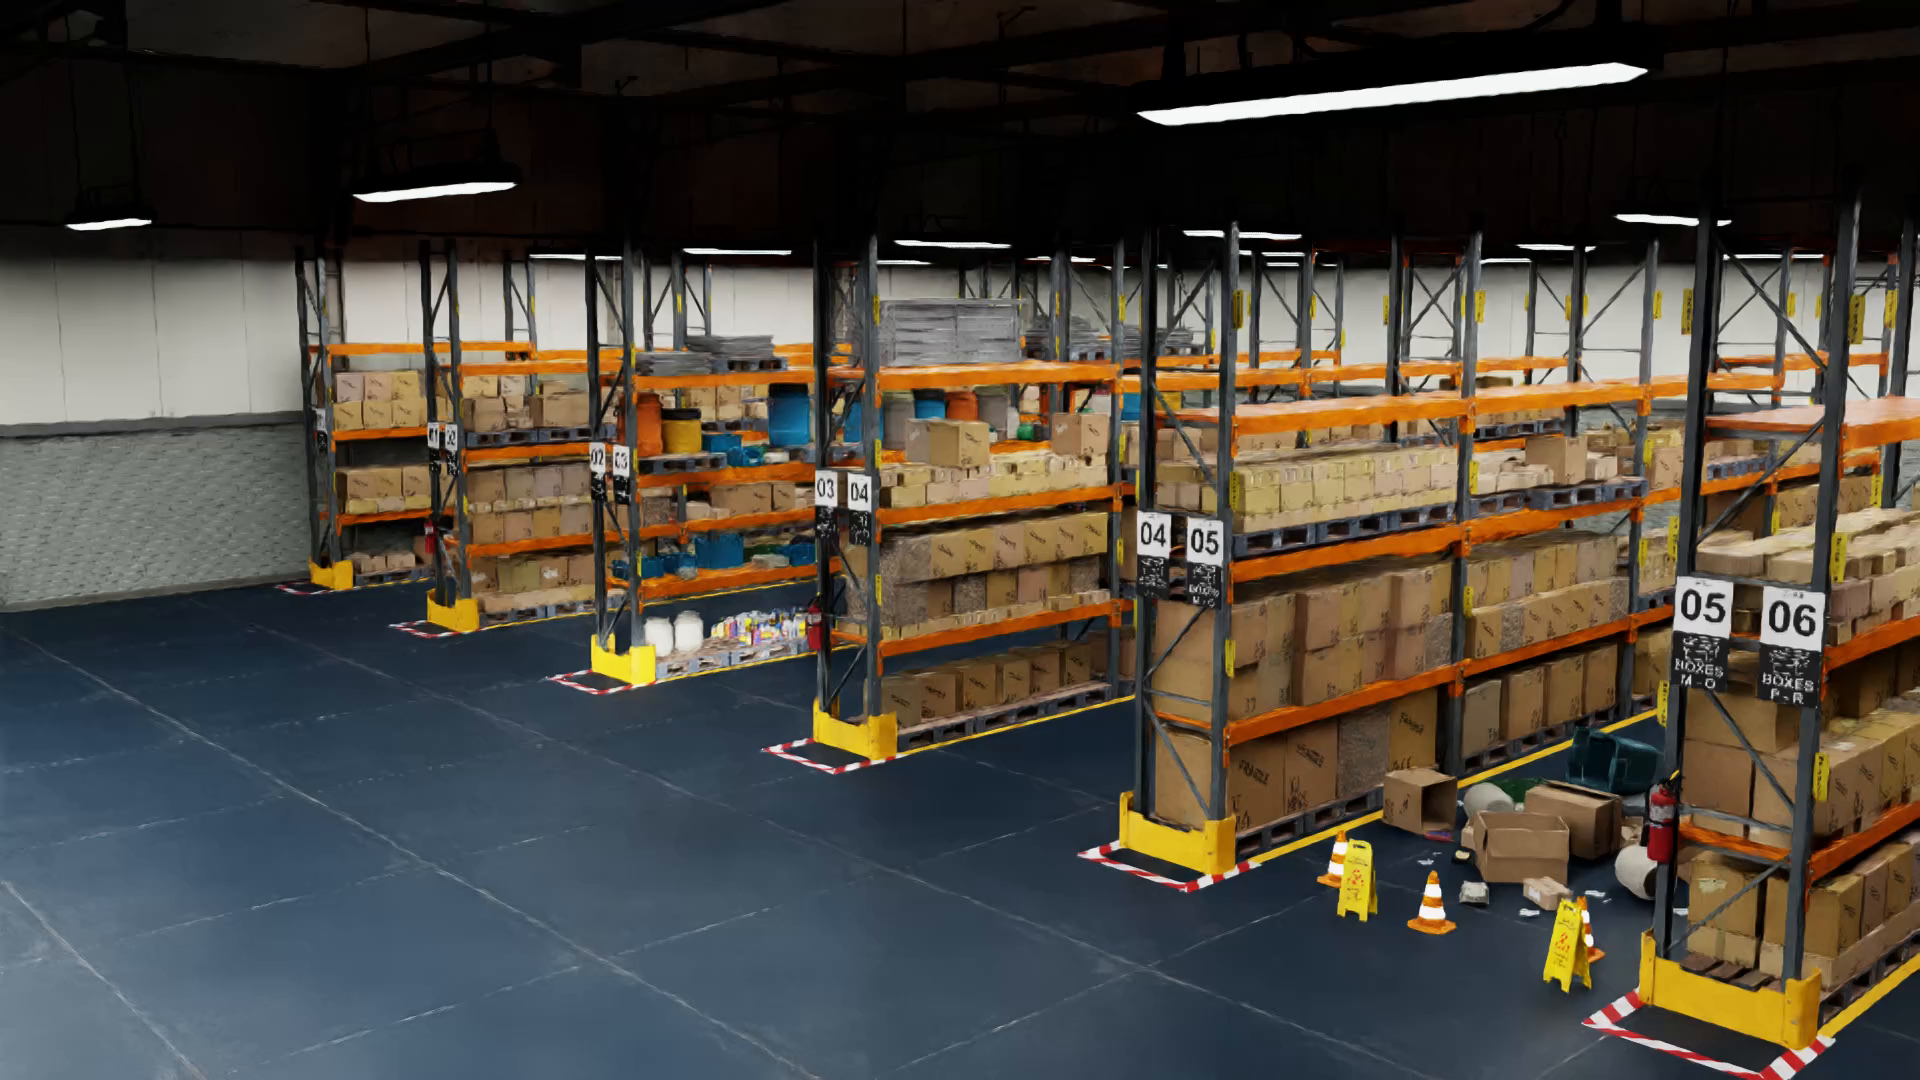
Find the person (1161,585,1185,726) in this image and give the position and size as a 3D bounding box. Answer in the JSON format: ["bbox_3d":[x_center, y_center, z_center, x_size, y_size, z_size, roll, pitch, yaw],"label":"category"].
[{"bbox_3d":[2.585,1.402,19.933,0.460,1.724,0.580,3,9,19],"label":"person"}]
